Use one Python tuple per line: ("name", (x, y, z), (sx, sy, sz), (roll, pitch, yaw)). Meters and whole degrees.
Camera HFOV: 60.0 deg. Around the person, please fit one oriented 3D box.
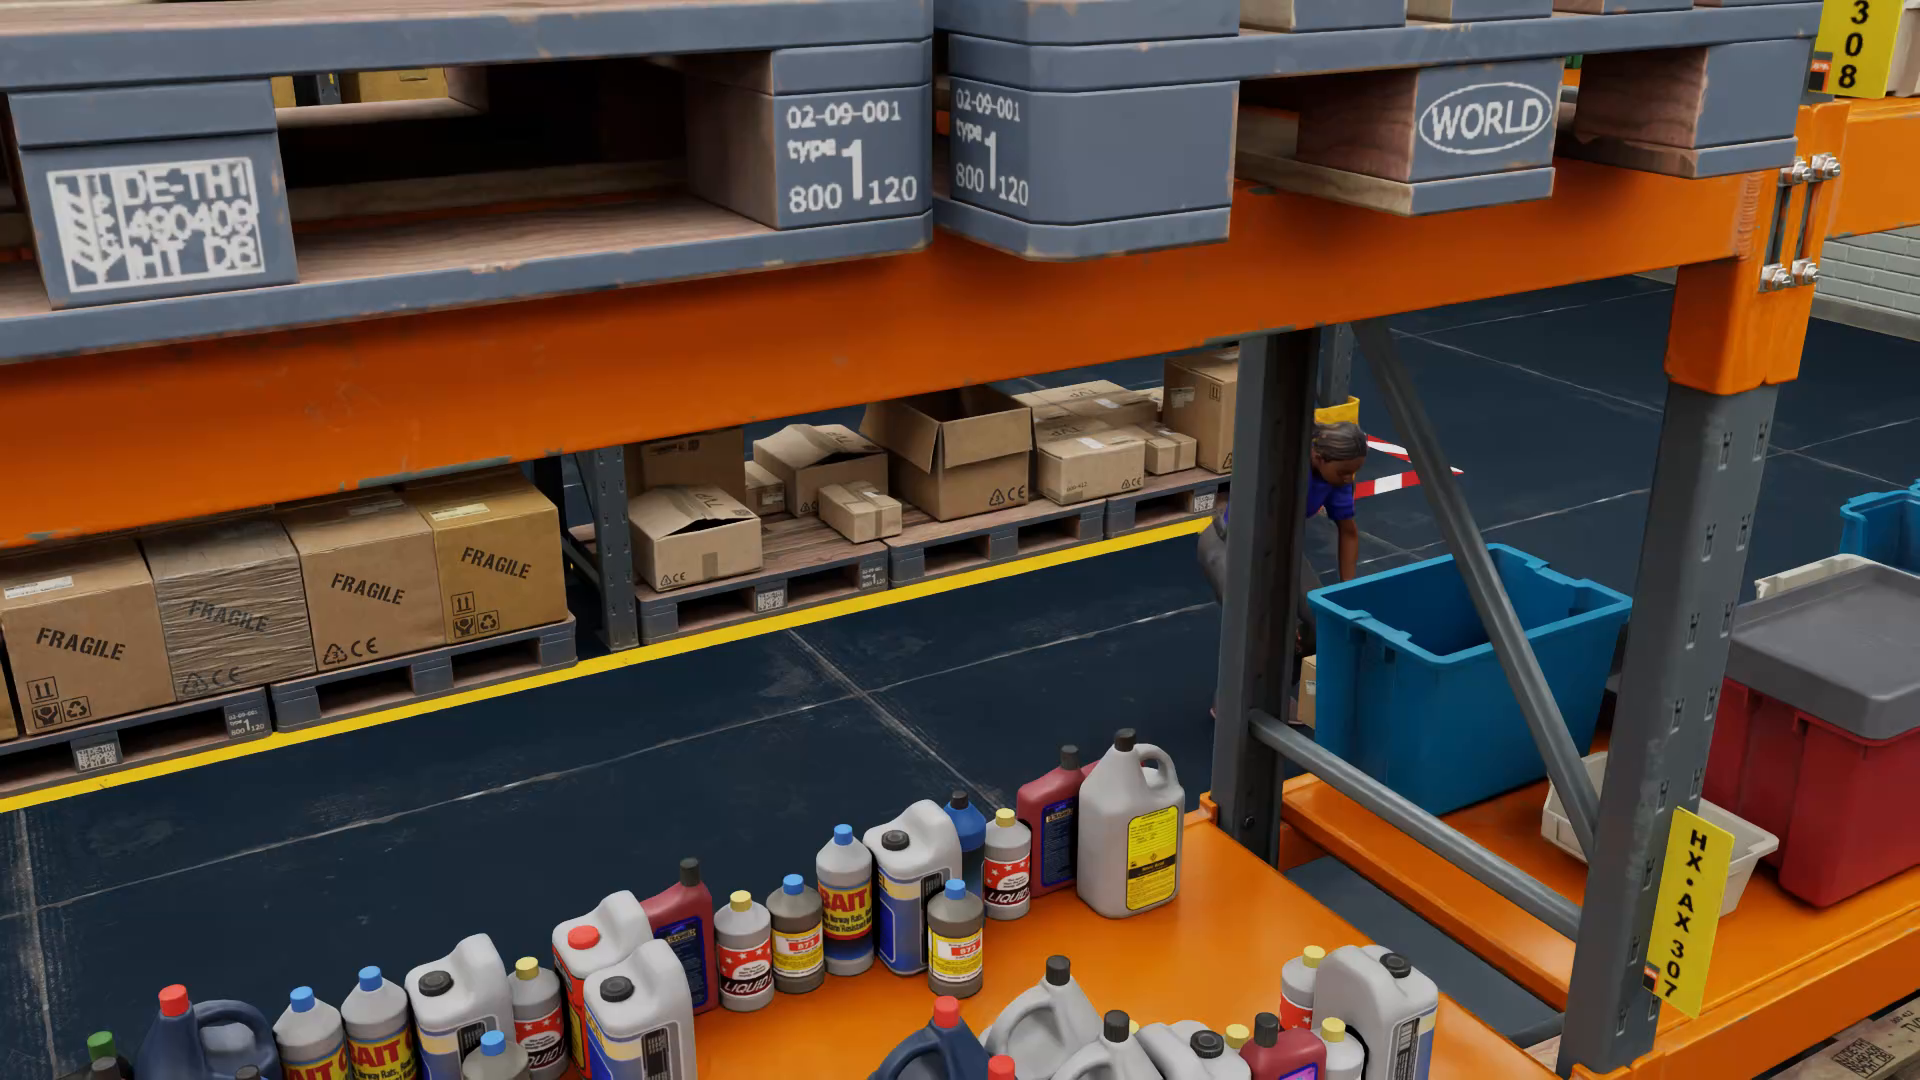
("person", (1.228, 0.115, 6.291), (0.497, 1.308, 0.667), (-12, 25, -28))
